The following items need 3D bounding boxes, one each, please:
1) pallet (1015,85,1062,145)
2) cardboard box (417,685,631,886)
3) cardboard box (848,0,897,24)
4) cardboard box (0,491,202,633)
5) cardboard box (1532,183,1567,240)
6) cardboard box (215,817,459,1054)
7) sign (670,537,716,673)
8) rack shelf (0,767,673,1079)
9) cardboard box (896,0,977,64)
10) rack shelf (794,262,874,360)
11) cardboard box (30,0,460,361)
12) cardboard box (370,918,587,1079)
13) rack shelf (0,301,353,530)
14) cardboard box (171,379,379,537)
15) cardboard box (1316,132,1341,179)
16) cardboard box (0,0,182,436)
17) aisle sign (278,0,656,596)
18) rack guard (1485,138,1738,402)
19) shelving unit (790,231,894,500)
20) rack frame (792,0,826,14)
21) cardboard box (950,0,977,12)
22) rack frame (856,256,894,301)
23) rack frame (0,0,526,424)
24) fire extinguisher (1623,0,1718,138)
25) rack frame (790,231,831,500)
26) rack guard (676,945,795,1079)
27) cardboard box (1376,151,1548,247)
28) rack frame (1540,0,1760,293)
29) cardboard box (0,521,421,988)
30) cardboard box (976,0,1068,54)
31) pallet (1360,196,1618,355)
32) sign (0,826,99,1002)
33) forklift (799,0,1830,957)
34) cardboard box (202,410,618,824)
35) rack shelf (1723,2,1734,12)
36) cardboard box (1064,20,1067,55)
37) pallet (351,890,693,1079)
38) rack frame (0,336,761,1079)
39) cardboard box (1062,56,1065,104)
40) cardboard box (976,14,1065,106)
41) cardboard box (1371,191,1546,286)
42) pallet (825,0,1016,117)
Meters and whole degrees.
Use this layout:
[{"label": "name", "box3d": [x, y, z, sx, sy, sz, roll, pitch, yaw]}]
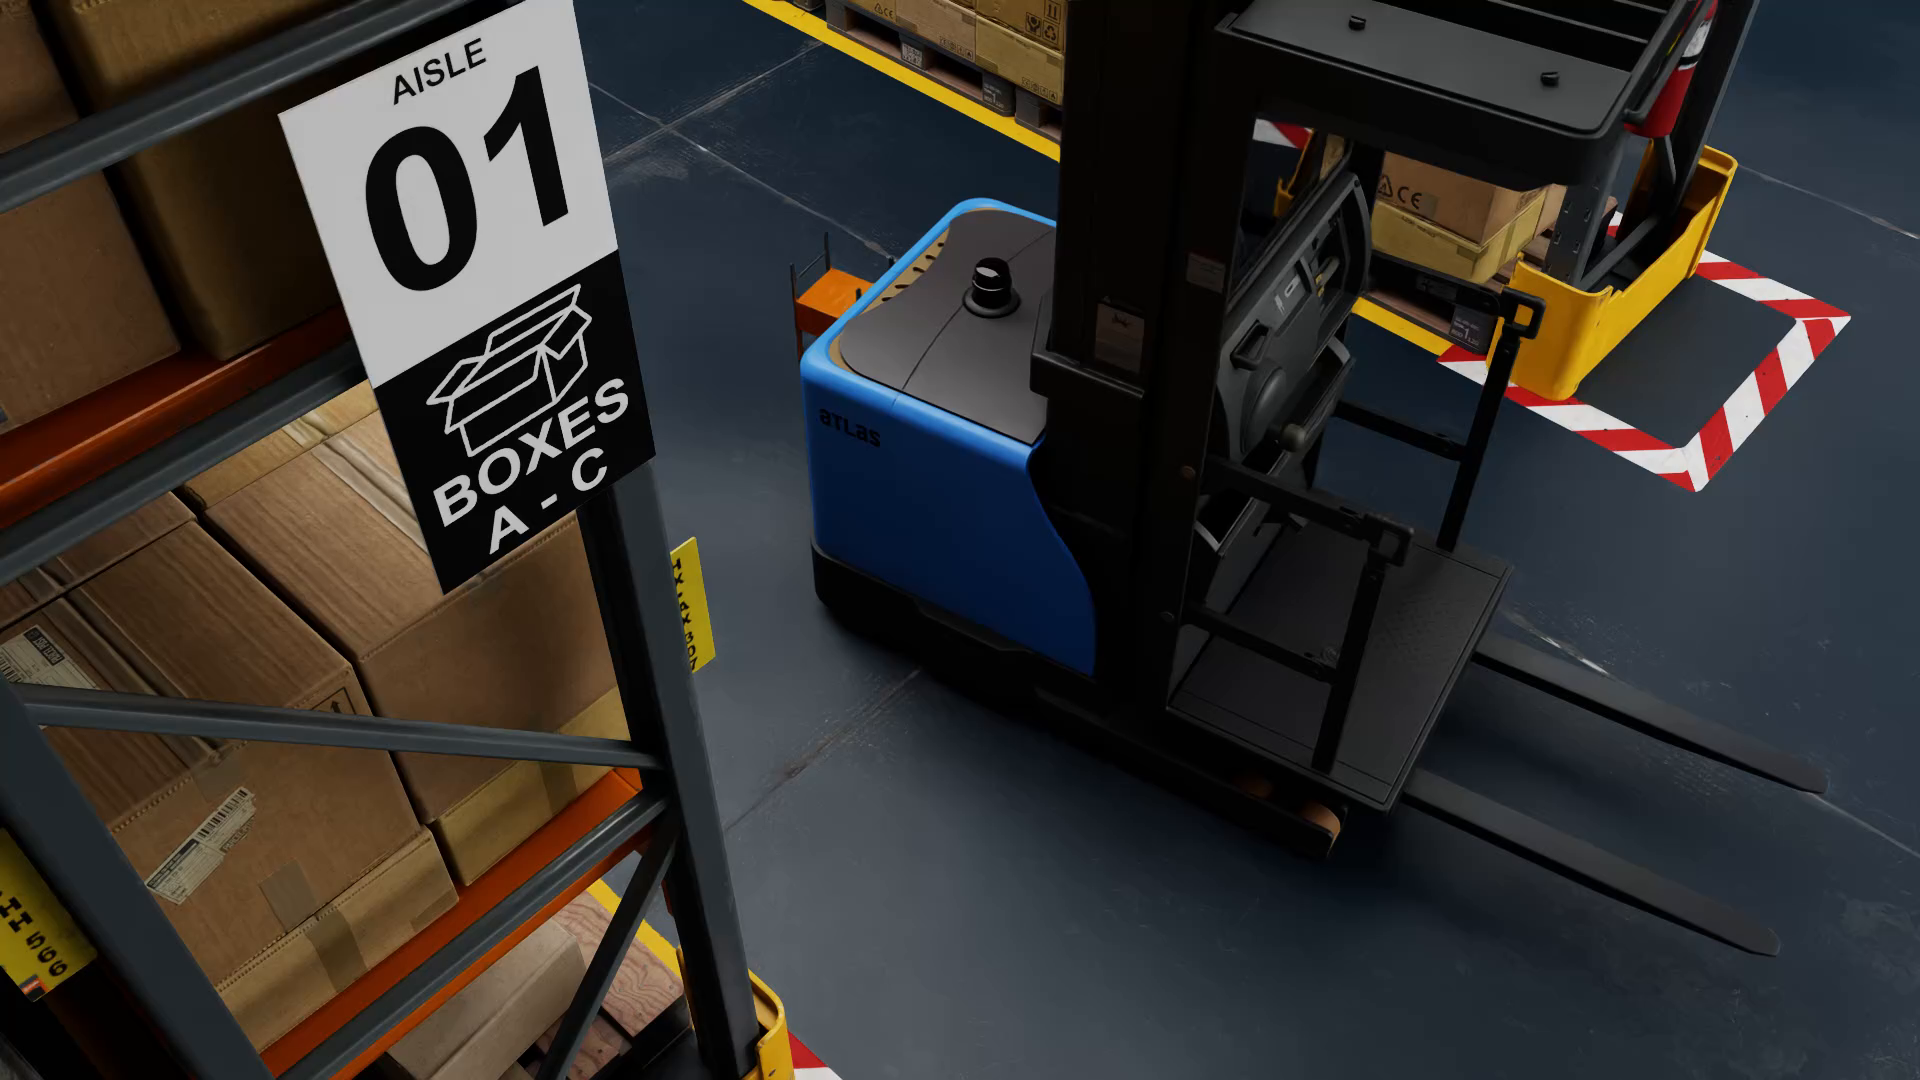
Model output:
[{"label": "pallet", "box3d": [1.013, -1.941, 7.428, 1.213, 0.211, 1.003, 34, 55, 28]}, {"label": "cardboard box", "box3d": [-1.004, 0.352, 3.451, 0.500, 0.250, 0.500, 32, 55, 27]}, {"label": "cardboard box", "box3d": [-0.308, -2.725, 7.849, 0.500, 0.250, 0.500, 34, 55, 28]}, {"label": "cardboard box", "box3d": [-1.715, 0.134, 3.142, 0.500, 0.500, 0.500, 35, 56, 28]}, {"label": "cardboard box", "box3d": [2.253, -1.523, 6.721, 0.500, 0.250, 0.500, 34, 55, 28]}, {"label": "cardboard box", "box3d": [-1.336, 0.636, 3.184, 0.500, 0.250, 0.500, 35, 56, 28]}, {"label": "sign", "box3d": [-0.493, 0.132, 2.975, 0.005, 0.325, 0.100, 34, 55, 28]}, {"label": "rack shelf", "box3d": [-2.331, -0.024, 4.208, 4.000, 0.370, 1.077, 34, 55, 28]}, {"label": "cardboard box", "box3d": [0.056, -2.475, 7.615, 0.500, 0.250, 0.500, 34, 55, 28]}, {"label": "rack shelf", "box3d": [-0.364, -0.689, 5.302, 0.240, 0.259, 0.215, 24, 51, 21]}, {"label": "cardboard box", "box3d": [-0.937, -0.648, 2.161, 0.500, 0.500, 0.500, 35, 56, 29]}, {"label": "cardboard box", "box3d": [-1.309, 1.099, 4.204, 0.500, 0.311, 0.500, 28, 53, 24]}, {"label": "rack shelf", "box3d": [-2.331, -1.050, 3.115, 4.000, 0.370, 1.077, 34, 55, 28]}, {"label": "cardboard box", "box3d": [-1.365, -0.140, 3.399, 0.500, 0.500, 0.500, 34, 55, 28]}, {"label": "cardboard box", "box3d": [1.526, -1.487, 6.686, 0.500, 0.250, 0.500, 34, 55, 28]}, {"label": "cardboard box", "box3d": [-1.340, -0.419, 1.946, 0.500, 0.500, 0.500, -34, 56, -28]}, {"label": "aisle sign", "box3d": [-0.605, -0.296, 2.187, 0.004, 0.787, 0.394, 34, 55, 28]}, {"label": "rack guard", "box3d": [2.513, -1.069, 6.411, 0.348, 0.500, 1.175, 34, 55, 28]}, {"label": "shelving unit", "box3d": [-0.364, -0.502, 5.501, 0.252, 1.050, 0.215, 24, 51, 21]}, {"label": "rack frame", "box3d": [-0.444, -3.914, 7.368, 0.127, 3.000, 1.000, 34, 55, 28]}, {"label": "cardboard box", "box3d": [0.058, -2.734, 7.343, 0.500, 0.500, 0.500, 34, 55, 28]}, {"label": "rack frame", "box3d": [-0.260, -0.456, 5.458, 0.008, 1.050, 0.200, 24, 51, 21]}, {"label": "rack frame", "box3d": [-0.861, -1.334, 0.830, 0.127, 3.000, 1.000, 34, 55, 28]}, {"label": "fire extinguisher", "box3d": [2.268, -1.603, 5.250, 0.183, 0.674, 0.296, 34, 55, 28]}, {"label": "rack frame", "box3d": [-0.468, -0.549, 5.545, 0.008, 1.050, 0.200, 24, 51, 21]}, {"label": "rack guard", "box3d": [-0.917, 1.537, 3.964, 0.348, 0.500, 1.175, 34, 55, 28]}, {"label": "cardboard box", "box3d": [1.900, -1.502, 6.186, 0.500, 0.500, 0.500, 34, 55, 28]}, {"label": "rack frame", "box3d": [2.496, -1.937, 5.511, 0.127, 3.000, 1.000, 34, 55, 28]}, {"label": "cardboard box", "box3d": [-1.352, 0.388, 2.903, 0.500, 0.500, 0.500, 33, 55, 27]}, {"label": "cardboard box", "box3d": [0.420, -2.482, 7.107, 0.500, 0.500, 0.500, 34, 55, 28]}, {"label": "pallet", "box3d": [1.905, -1.338, 6.861, 1.213, 0.211, 1.003, 34, 55, 28]}, {"label": "sign", "box3d": [-1.252, 0.502, 2.210, 0.005, 0.325, 0.100, 34, 55, 28]}, {"label": "forklift", "box3d": [1.046, -0.528, 4.236, 3.031, 2.935, 1.130, 24, 51, 21]}, {"label": "cardboard box", "box3d": [-1.008, 0.110, 3.164, 0.500, 0.500, 0.500, 34, 55, 28]}, {"label": "rack shelf", "box3d": [1.026, -2.679, 6.701, 4.000, 0.370, 1.077, 34, 55, 28]}, {"label": "cardboard box", "box3d": [0.789, -2.236, 6.876, 0.500, 0.500, 0.500, 34, 55, 28]}, {"label": "pallet", "box3d": [-1.490, 1.215, 4.464, 1.213, 0.211, 1.003, 34, 55, 28]}, {"label": "rack frame", "box3d": [-0.861, 0.719, 3.017, 0.127, 3.000, 1.000, 34, 55, 28]}, {"label": "cardboard box", "box3d": [0.791, -1.981, 7.151, 0.500, 0.250, 0.500, 34, 55, 28]}, {"label": "cardboard box", "box3d": [0.419, -2.225, 7.380, 0.500, 0.250, 0.500, 34, 55, 28]}, {"label": "cardboard box", "box3d": [1.901, -1.246, 6.460, 0.500, 0.250, 0.500, 34, 55, 28]}, {"label": "pallet", "box3d": [0.112, -2.544, 7.994, 1.213, 0.211, 1.003, 34, 55, 28]}]
